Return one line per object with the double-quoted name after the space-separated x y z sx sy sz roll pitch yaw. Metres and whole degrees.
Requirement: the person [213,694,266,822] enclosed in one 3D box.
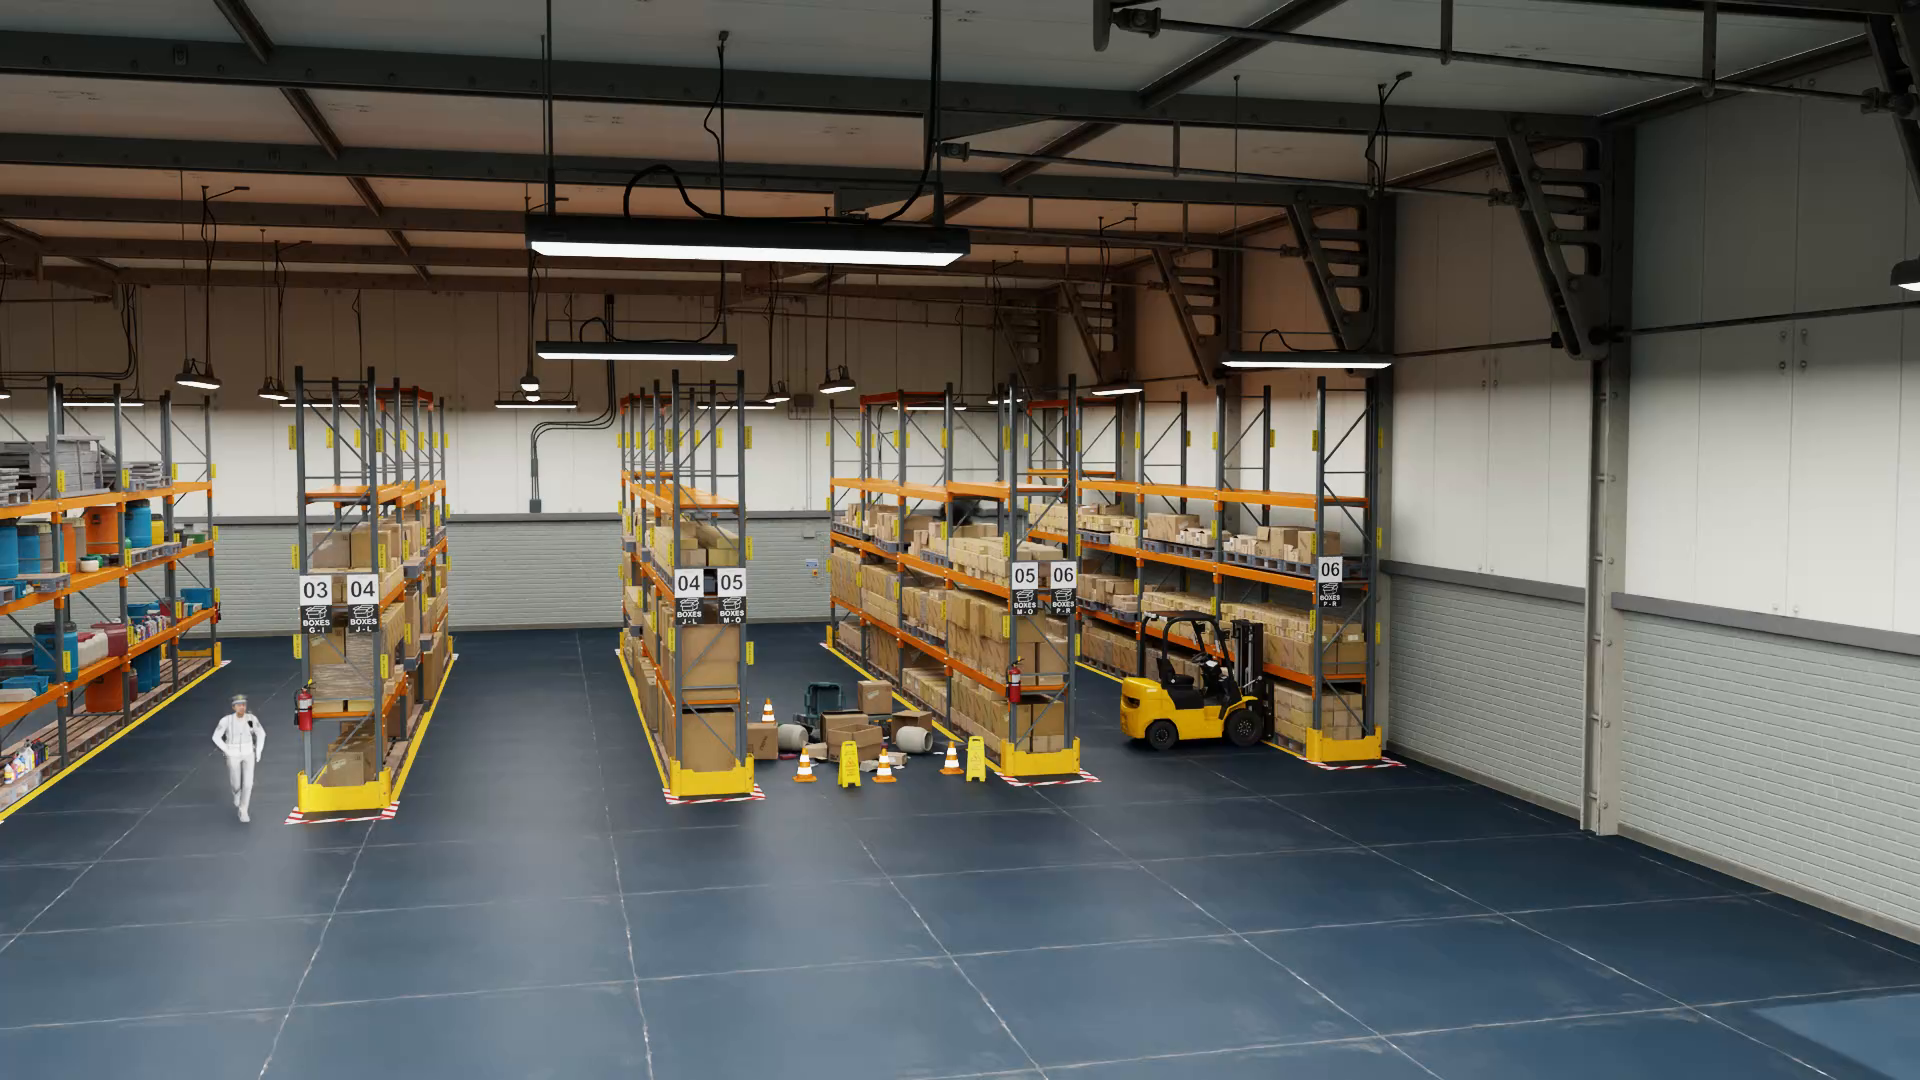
-9.557 2.869 22.077 0.657 1.675 0.611 -2 4 -29 "person"
